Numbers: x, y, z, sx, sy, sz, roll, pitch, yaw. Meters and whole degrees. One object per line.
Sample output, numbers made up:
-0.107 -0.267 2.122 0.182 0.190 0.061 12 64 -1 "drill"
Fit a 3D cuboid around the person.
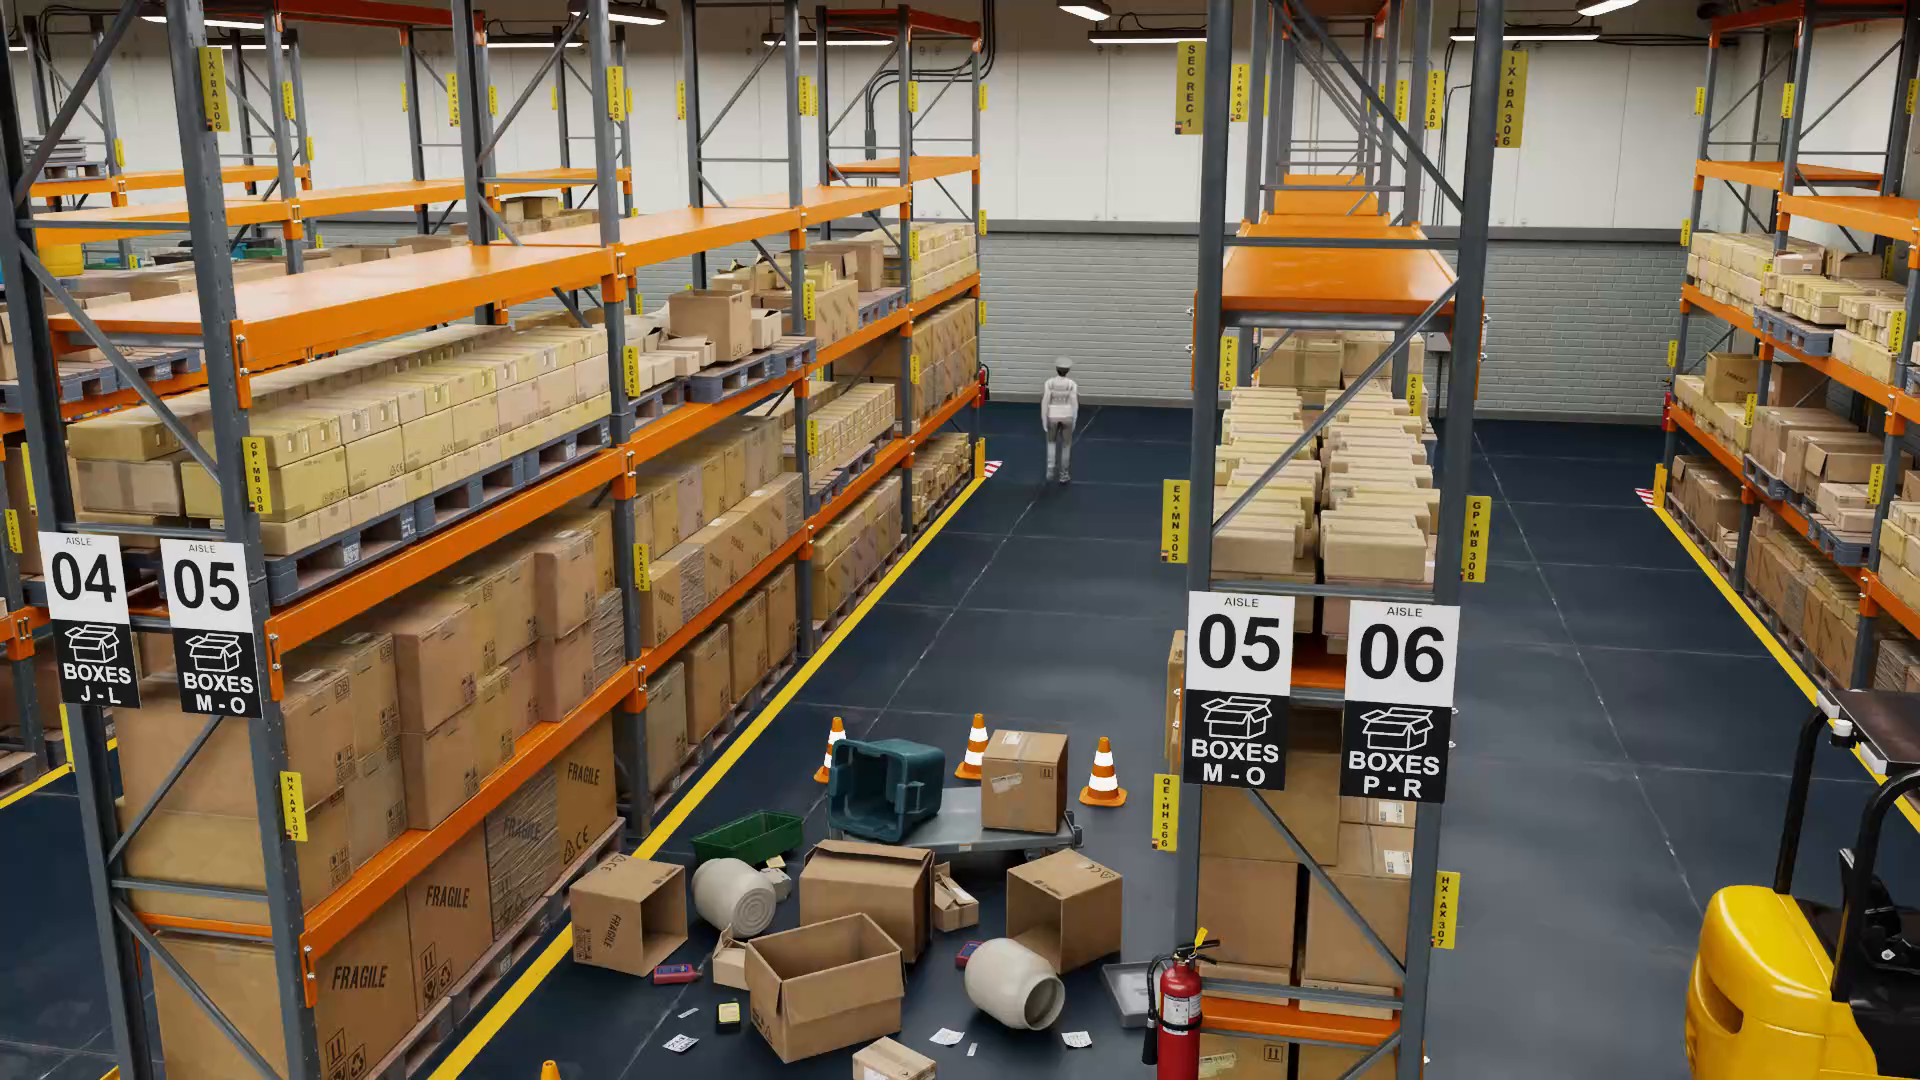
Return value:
1.321 -1.467 17.249 5.685 2.349 21.759 3 15 10 "person"
